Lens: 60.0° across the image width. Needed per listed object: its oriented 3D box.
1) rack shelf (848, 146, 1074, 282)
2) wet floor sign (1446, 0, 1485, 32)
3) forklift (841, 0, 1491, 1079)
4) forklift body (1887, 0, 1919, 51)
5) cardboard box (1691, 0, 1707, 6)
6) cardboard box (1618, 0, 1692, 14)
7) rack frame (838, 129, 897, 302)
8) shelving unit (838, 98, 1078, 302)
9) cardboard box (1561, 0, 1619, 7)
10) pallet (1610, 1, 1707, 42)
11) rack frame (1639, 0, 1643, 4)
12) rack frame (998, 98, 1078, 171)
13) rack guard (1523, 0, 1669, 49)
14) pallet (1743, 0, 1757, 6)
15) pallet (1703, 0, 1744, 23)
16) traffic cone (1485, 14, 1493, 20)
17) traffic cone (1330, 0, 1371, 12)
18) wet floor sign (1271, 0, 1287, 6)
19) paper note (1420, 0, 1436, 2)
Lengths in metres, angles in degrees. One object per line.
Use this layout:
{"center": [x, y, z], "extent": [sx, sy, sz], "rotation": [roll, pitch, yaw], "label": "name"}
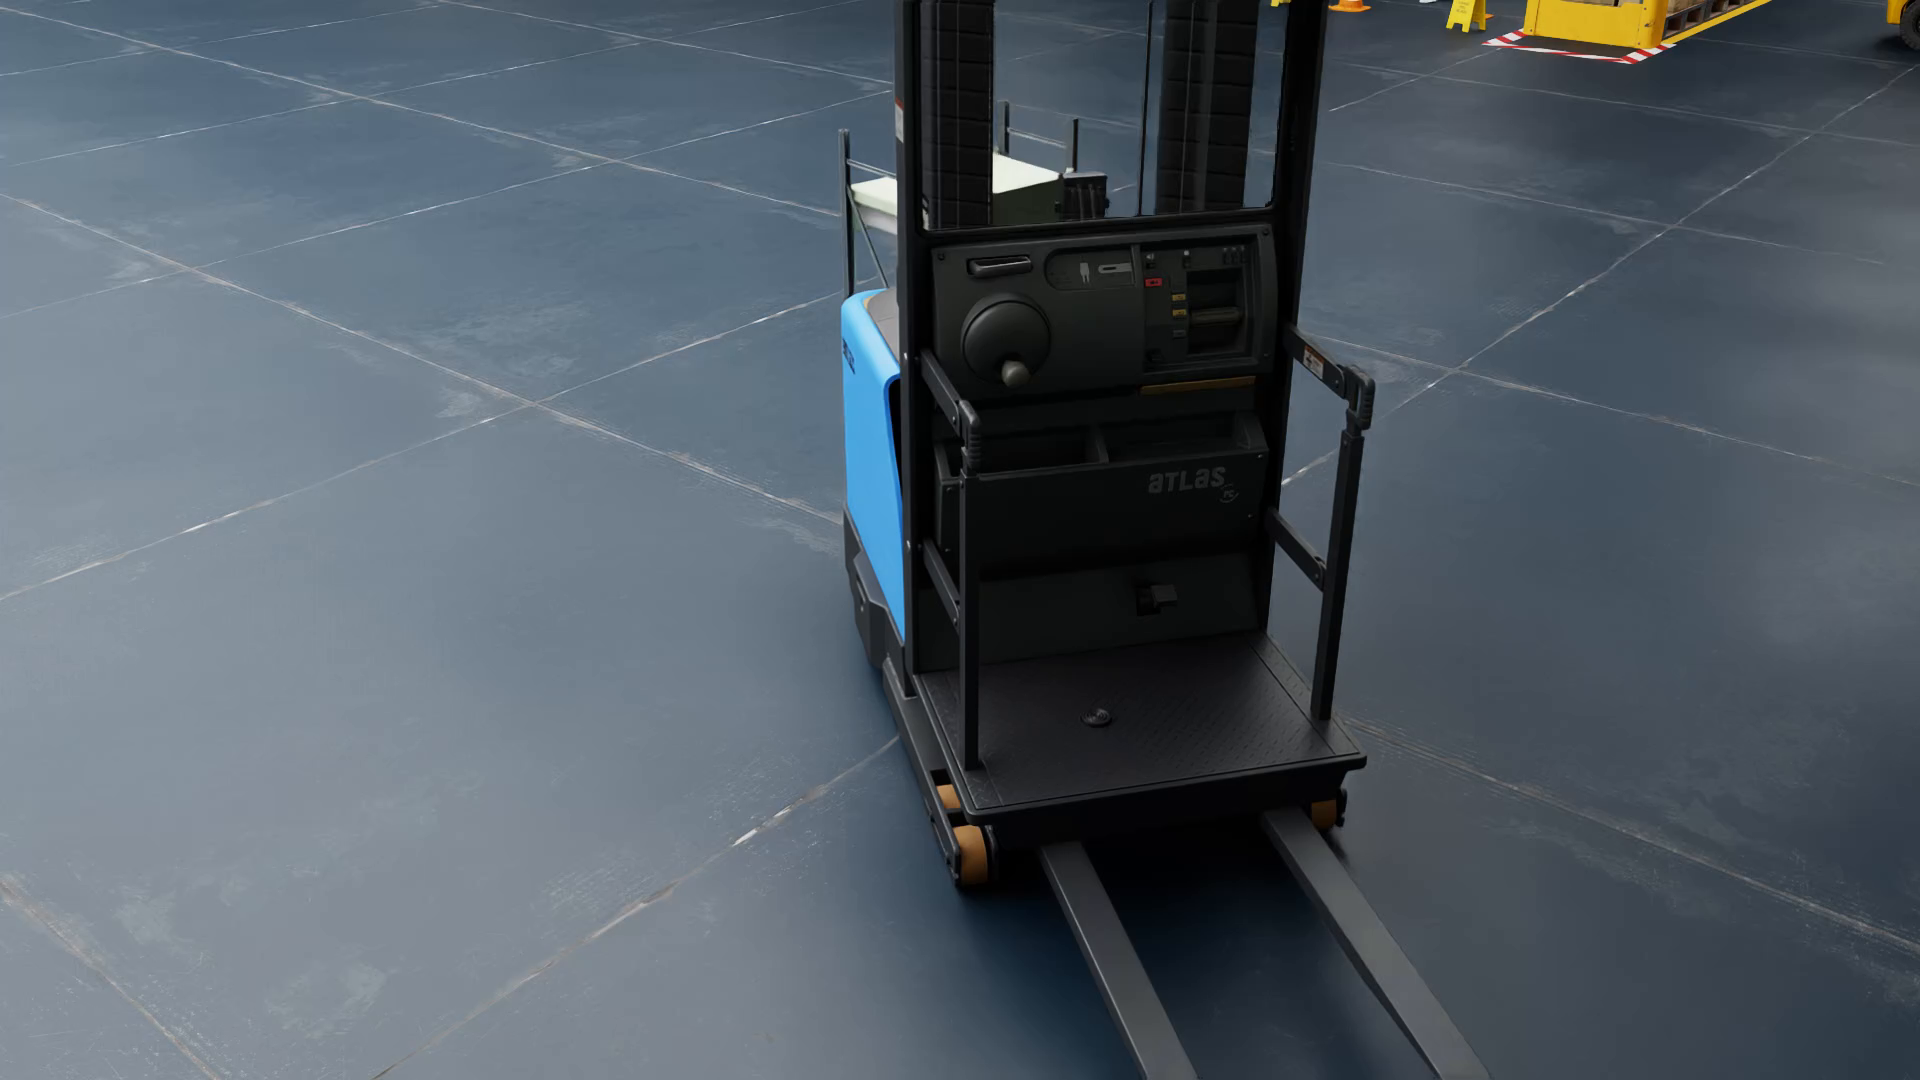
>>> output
{"center": [0.000, -1.128, 5.950], "extent": [0.720, 0.370, 0.431], "rotation": [-21, 34, -35], "label": "rack shelf"}
{"center": [4.684, -5.018, 15.248], "extent": [0.232, 0.644, 0.267], "rotation": [-15, 31, -27], "label": "wet floor sign"}
{"center": [0.439, -0.568, 4.159], "extent": [1.130, 2.935, 3.031], "rotation": [-6, 28, -12], "label": "forklift"}
{"center": [9.261, -5.198, 13.956], "extent": [2.313, 2.155, 1.214], "rotation": [21, 34, 34], "label": "forklift body"}
{"center": [6.687, -5.168, 15.510], "extent": [0.500, 0.250, 0.500], "rotation": [22, 35, 36], "label": "cardboard box"}
{"center": [6.357, -4.989, 15.164], "extent": [0.500, 0.250, 0.500], "rotation": [20, 34, 34], "label": "cardboard box"}
{"center": [-0.281, -0.674, 5.920], "extent": [0.023, 1.500, 0.400], "rotation": [-21, 34, -35], "label": "rack frame"}
{"center": [0.000, -0.782, 6.129], "extent": [0.755, 1.500, 0.431], "rotation": [-21, 34, -35], "label": "shelving unit"}
{"center": [5.952, -5.157, 15.490], "extent": [0.500, 0.250, 0.500], "rotation": [21, 34, 34], "label": "cardboard box"}
{"center": [6.222, -4.884, 15.462], "extent": [1.003, 0.211, 1.213], "rotation": [21, 34, 34], "label": "pallet"}
{"center": [5.630, -5.818, 14.233], "extent": [1.000, 3.000, 0.127], "rotation": [21, 34, 34], "label": "rack frame"}
{"center": [0.280, -0.890, 6.338], "extent": [0.023, 1.500, 0.400], "rotation": [-21, 34, -35], "label": "rack frame"}
{"center": [5.678, -4.735, 14.859], "extent": [1.175, 0.500, 0.348], "rotation": [21, 34, 34], "label": "rack guard"}
{"center": [7.774, -5.750, 17.134], "extent": [1.003, 0.211, 1.213], "rotation": [21, 34, 34], "label": "pallet"}
{"center": [6.999, -5.315, 16.295], "extent": [1.003, 0.211, 1.213], "rotation": [21, 34, 34], "label": "pallet"}
{"center": [4.908, -5.221, 15.839], "extent": [0.336, 0.463, 0.334], "rotation": [21, 34, 34], "label": "traffic cone"}
{"center": [3.835, -5.425, 16.233], "extent": [0.336, 0.463, 0.334], "rotation": [21, 34, 34], "label": "traffic cone"}
{"center": [3.256, -5.595, 16.362], "extent": [0.267, 0.644, 0.232], "rotation": [15, 31, 26], "label": "wet floor sign"}
{"center": [4.695, -5.417, 16.687], "extent": [0.148, 0.019, 0.142], "rotation": [9, 29, 17], "label": "paper note"}
